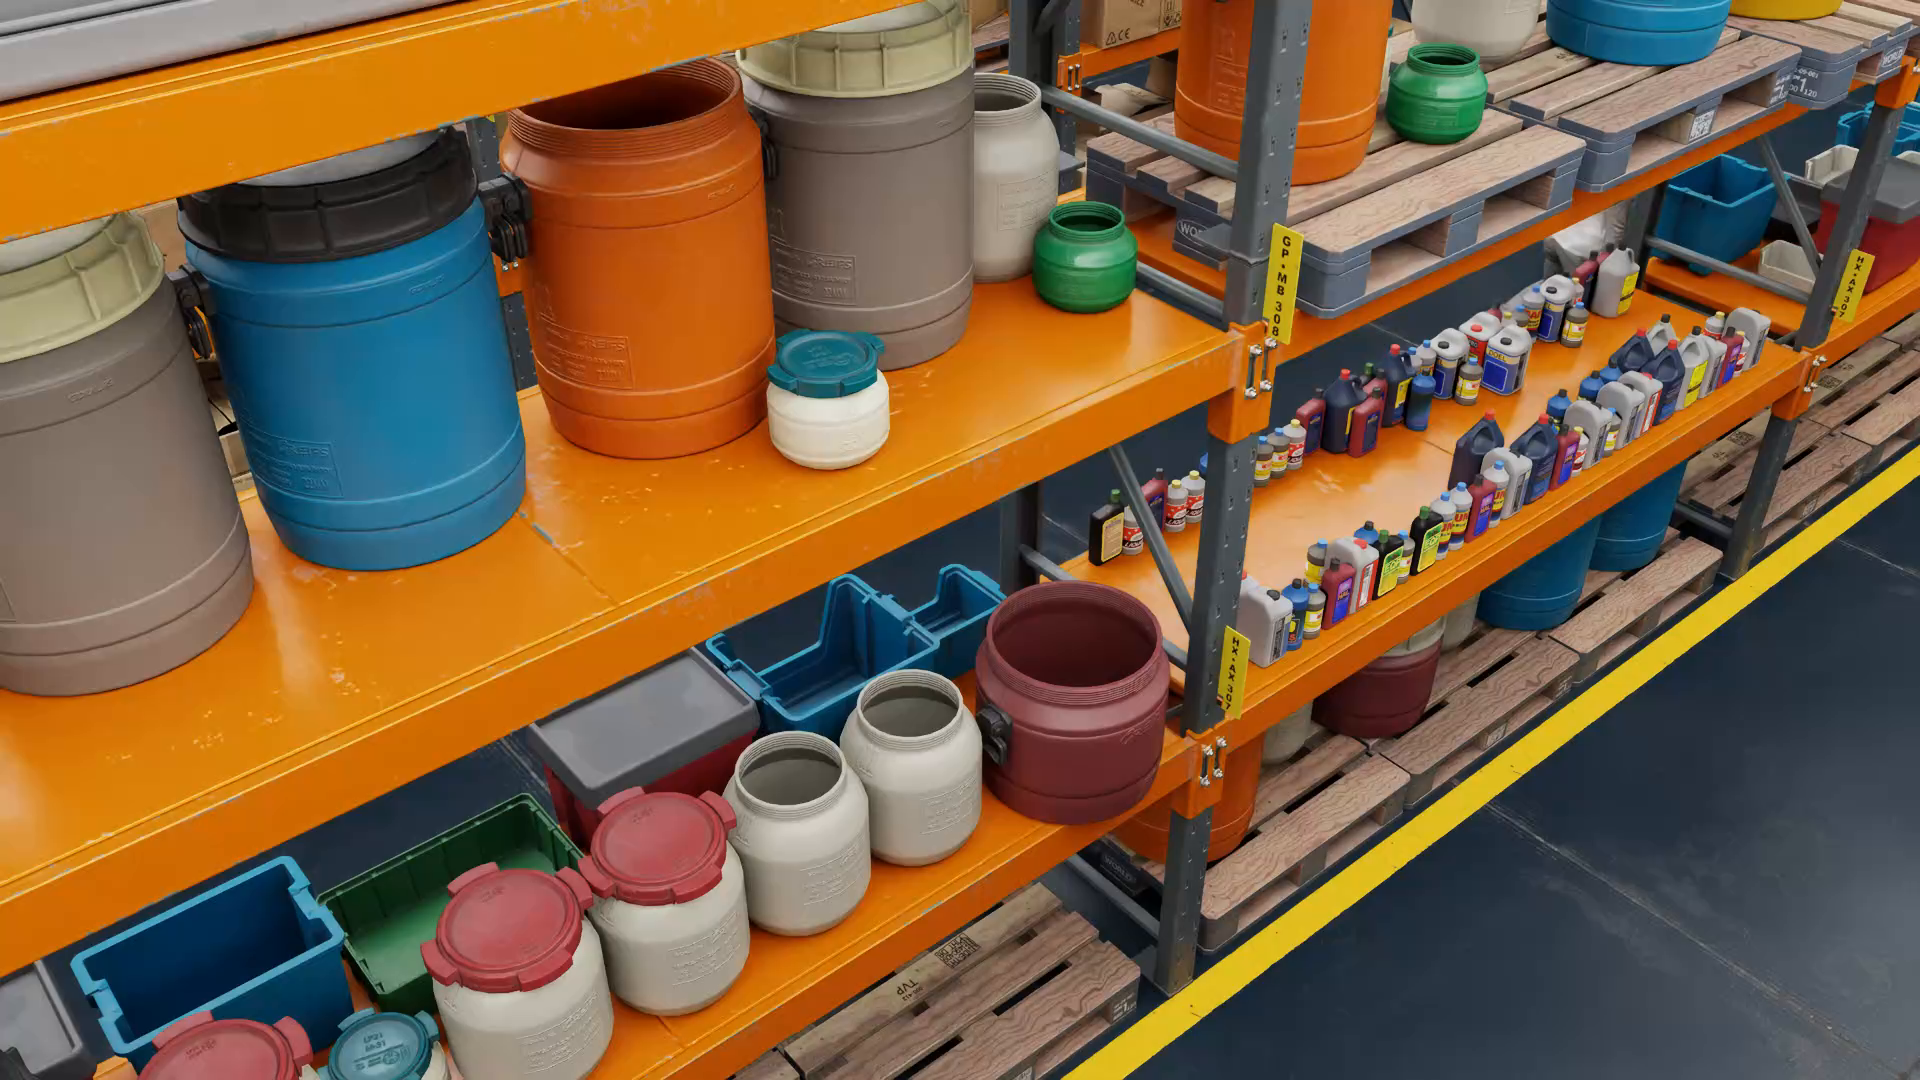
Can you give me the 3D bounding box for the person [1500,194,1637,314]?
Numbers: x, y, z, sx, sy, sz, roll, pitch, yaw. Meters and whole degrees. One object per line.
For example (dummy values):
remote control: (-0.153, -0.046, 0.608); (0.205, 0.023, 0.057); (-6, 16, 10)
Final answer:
person: (3.481, -1.682, 9.404); (0.773, 1.736, 0.626); (-9, 37, -13)
